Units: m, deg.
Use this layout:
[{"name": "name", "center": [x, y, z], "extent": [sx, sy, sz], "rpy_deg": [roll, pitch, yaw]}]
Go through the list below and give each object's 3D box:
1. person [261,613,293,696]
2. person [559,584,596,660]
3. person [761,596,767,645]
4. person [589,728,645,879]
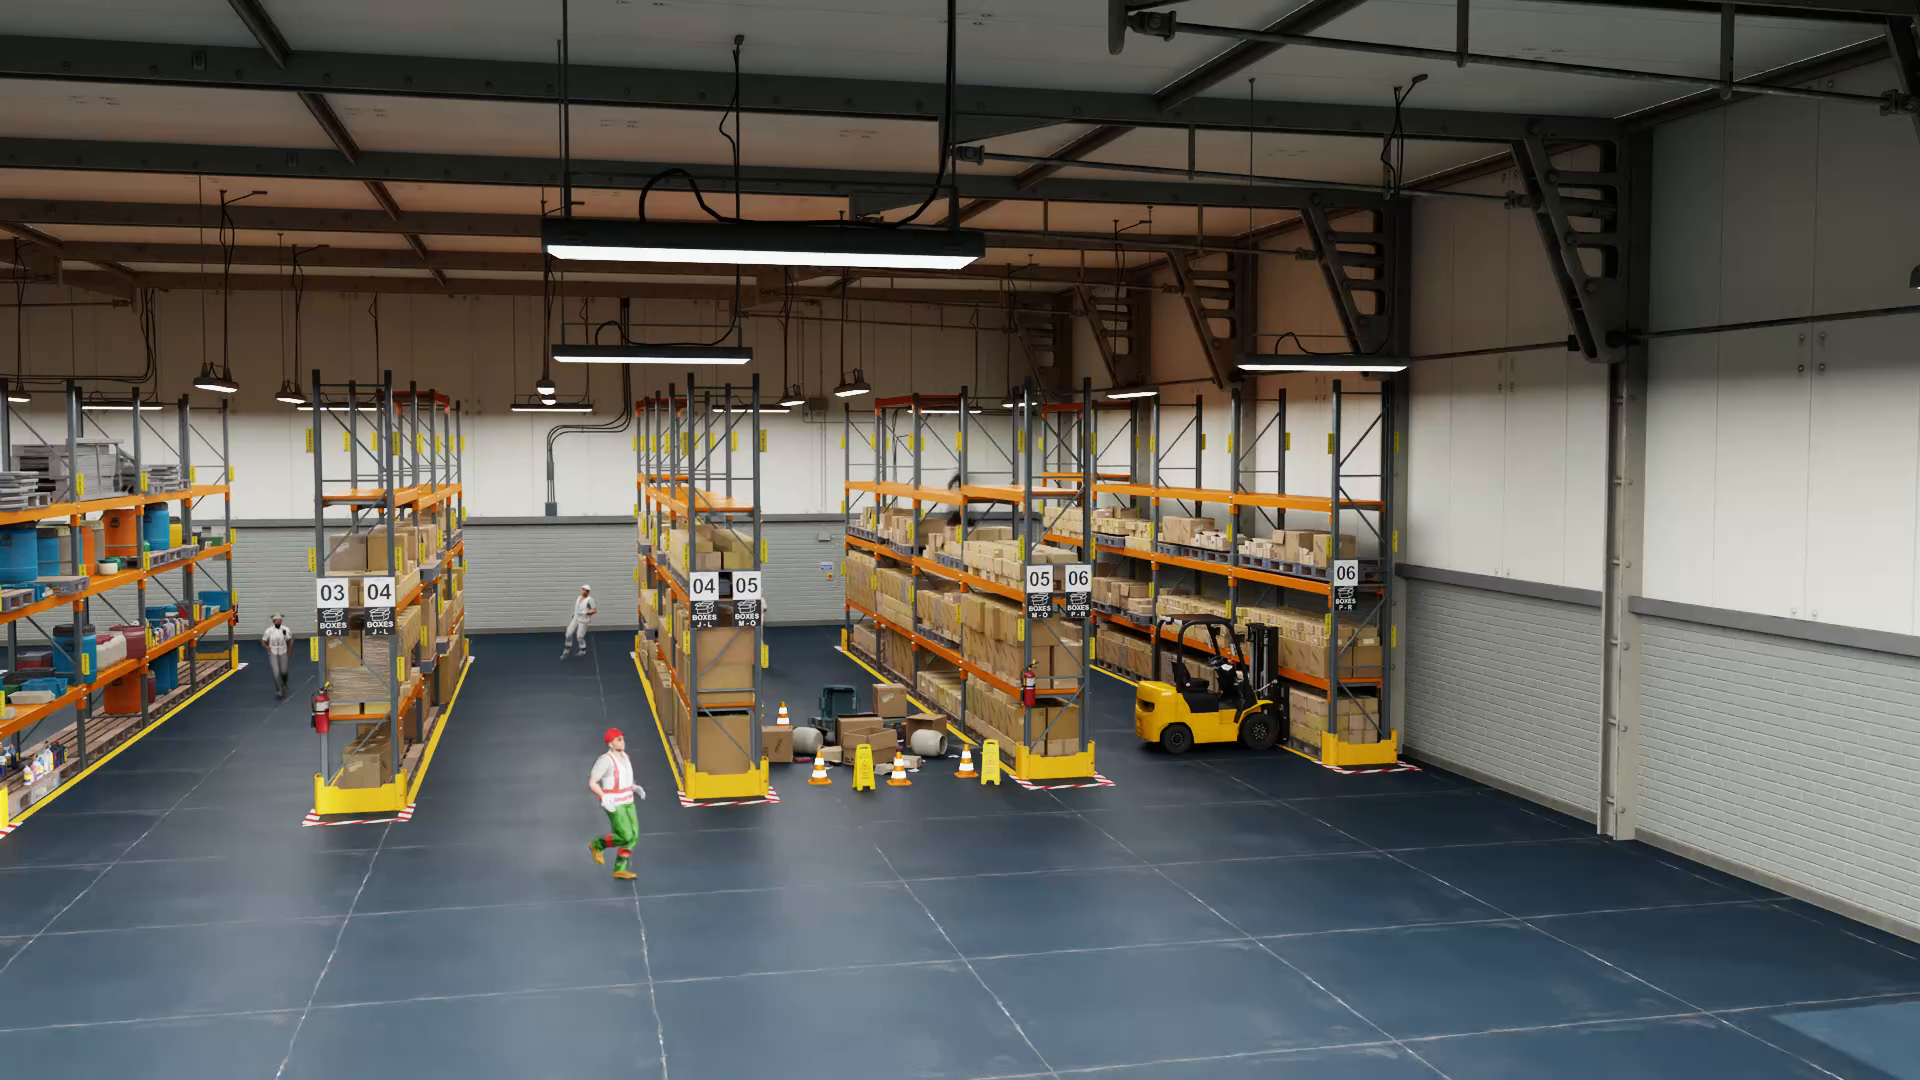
[{"name": "person", "center": [-13.540, 2.271, 33.001], "extent": [0.597, 1.662, 0.537], "rpy_deg": [-1, 4, -23]}, {"name": "person", "center": [-8.841, 1.907, 38.698], "extent": [0.795, 1.759, 0.690], "rpy_deg": [2, 4, 27]}, {"name": "person", "center": [-4.712, 1.909, 38.027], "extent": [0.648, 1.828, 0.851], "rpy_deg": [-2, 4, -26]}, {"name": "person", "center": [-3.973, 3.031, 19.199], "extent": [0.592, 1.732, 0.672], "rpy_deg": [2, 4, 25]}]
